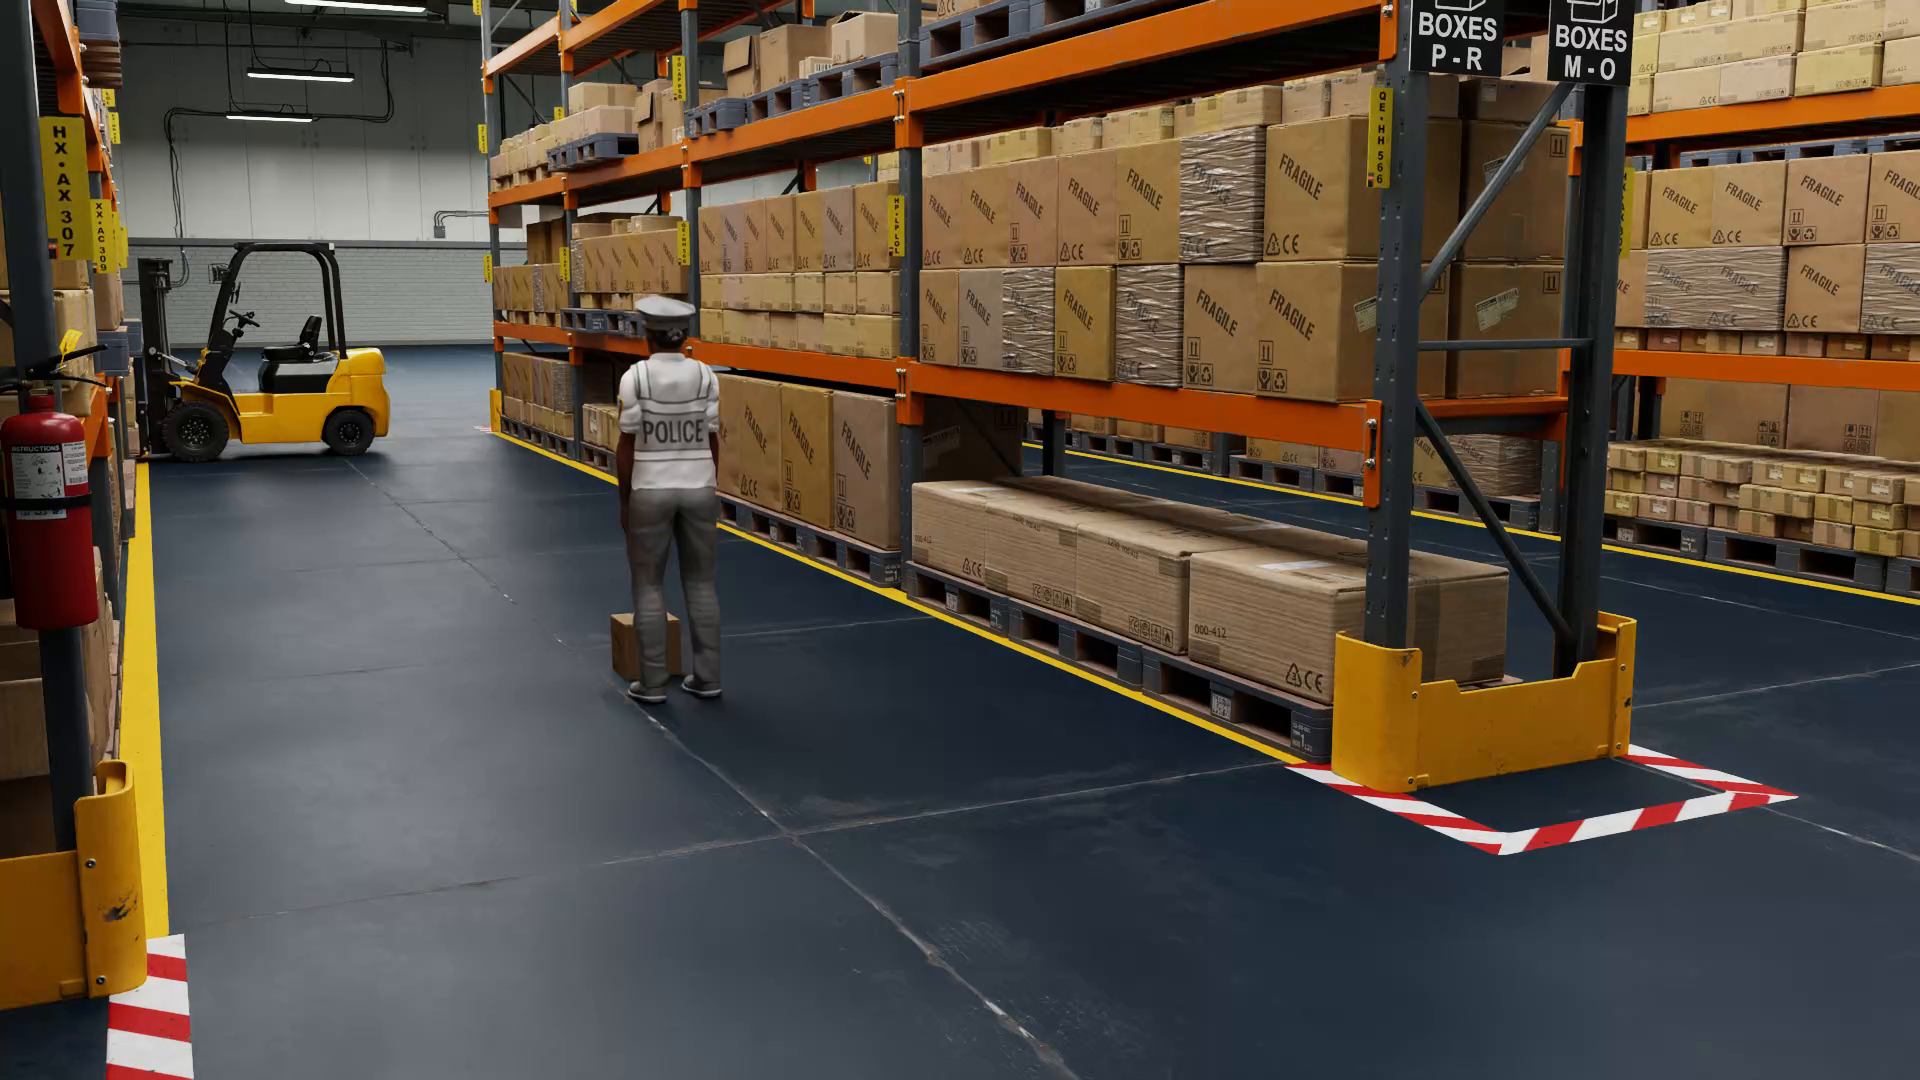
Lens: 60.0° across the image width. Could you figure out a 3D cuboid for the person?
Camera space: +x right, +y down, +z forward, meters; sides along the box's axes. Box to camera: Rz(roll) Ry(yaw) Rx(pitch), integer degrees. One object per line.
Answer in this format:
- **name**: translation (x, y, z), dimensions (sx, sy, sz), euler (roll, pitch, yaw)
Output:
- **person**: translation (-1.204, -0.166, 6.901), dimensions (0.426, 1.679, 0.323), euler (-4, 9, -24)
